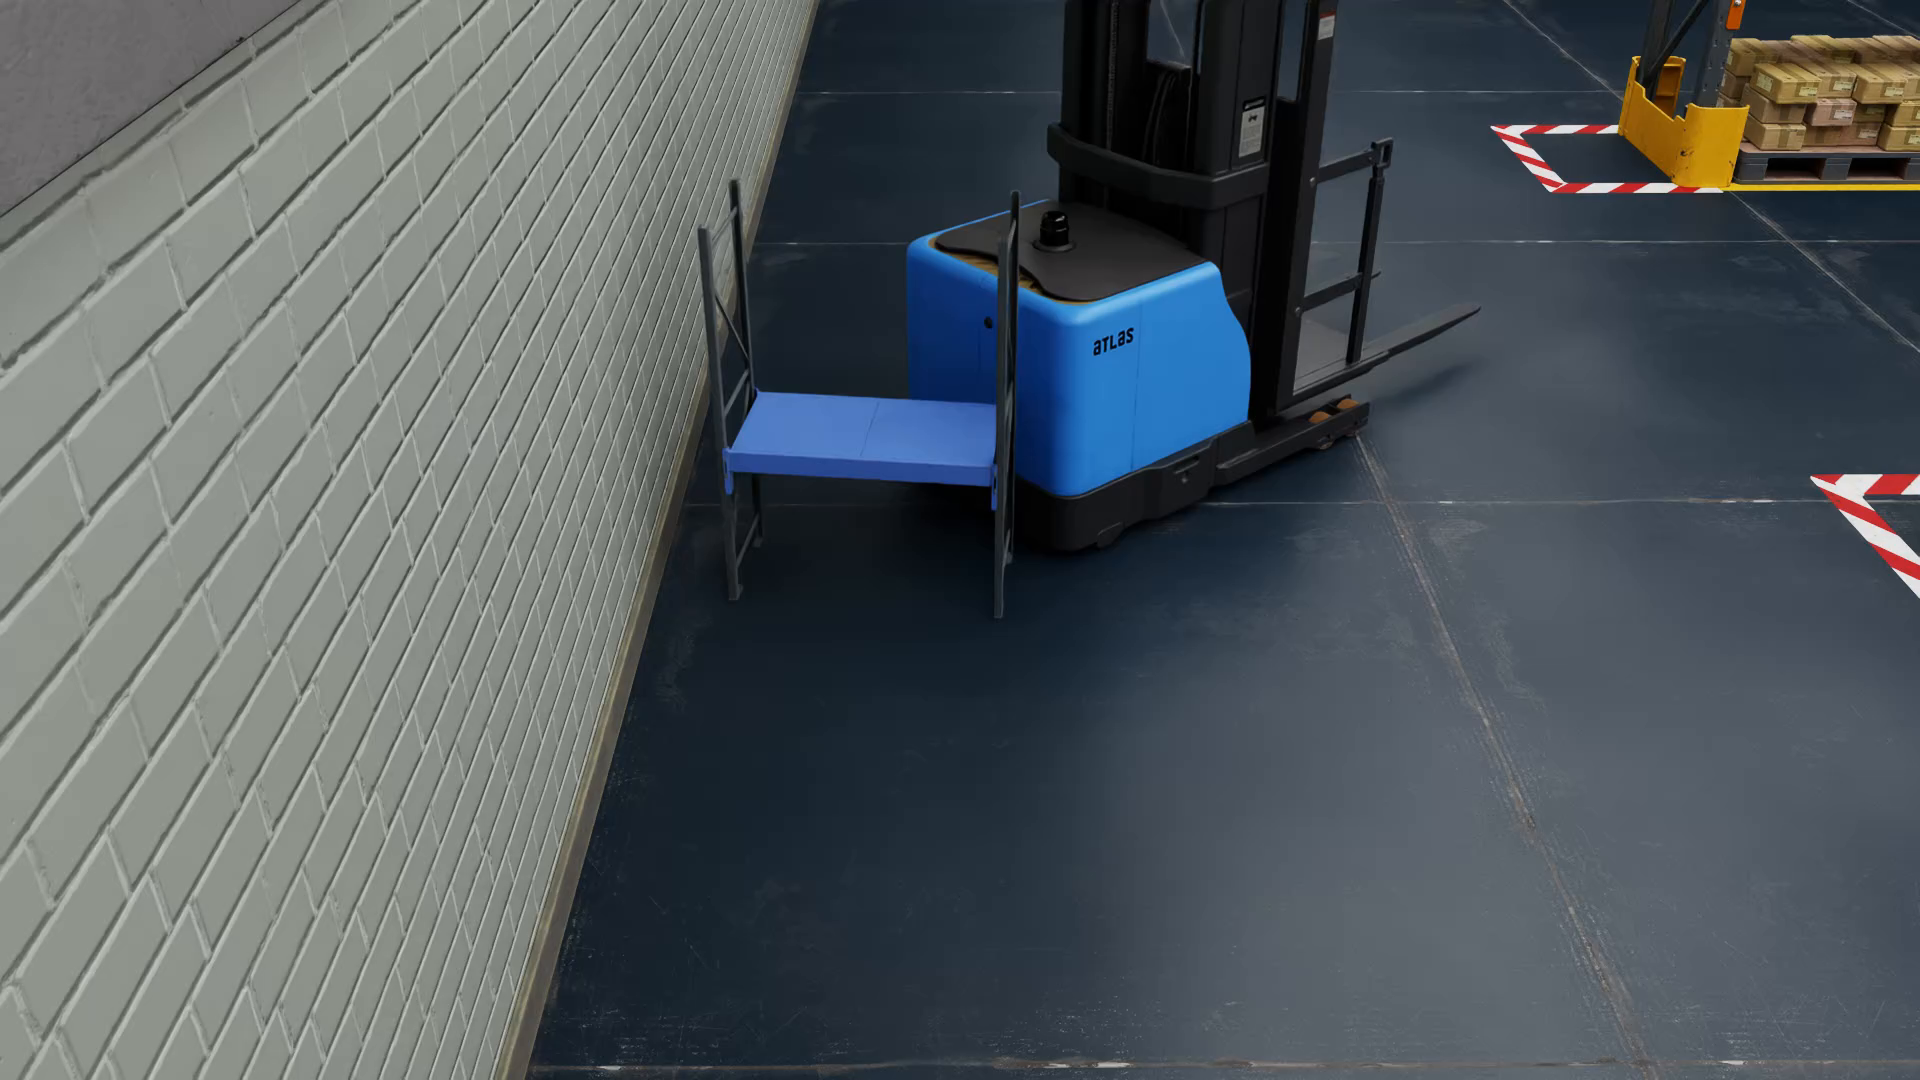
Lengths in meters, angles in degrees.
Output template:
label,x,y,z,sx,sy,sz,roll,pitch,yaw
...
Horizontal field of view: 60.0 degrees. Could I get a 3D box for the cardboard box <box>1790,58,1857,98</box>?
label,x,y,z,sx,sy,sz,roll,pitch,yaw
cardboard box,5.375,-2.887,10.386,0.250,0.149,0.380,0,31,1

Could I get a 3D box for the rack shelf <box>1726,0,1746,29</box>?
label,x,y,z,sx,sy,sz,roll,pitch,yaw
rack shelf,6.574,-3.482,10.291,4.000,0.370,1.077,0,31,0

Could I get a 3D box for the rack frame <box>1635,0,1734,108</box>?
label,x,y,z,sx,sy,sz,roll,pitch,yaw
rack frame,4.574,-3.783,10.094,0.127,3.000,1.000,0,31,0

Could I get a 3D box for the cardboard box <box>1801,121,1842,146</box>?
label,x,y,z,sx,sy,sz,roll,pitch,yaw
cardboard box,5.361,-2.623,10.525,0.250,0.149,0.380,0,31,0

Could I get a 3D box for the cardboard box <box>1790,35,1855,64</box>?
label,x,y,z,sx,sy,sz,roll,pitch,yaw
cardboard box,5.612,-3.169,10.852,0.250,0.149,0.380,-1,31,-1

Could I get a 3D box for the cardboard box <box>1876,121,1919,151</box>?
label,x,y,z,sx,sy,sz,roll,pitch,yaw
cardboard box,5.866,-2.571,10.439,0.250,0.149,0.380,0,31,0

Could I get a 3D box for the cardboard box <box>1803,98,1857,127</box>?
label,x,y,z,sx,sy,sz,roll,pitch,yaw
cardboard box,5.374,-2.711,10.384,0.250,0.149,0.380,0,31,-1

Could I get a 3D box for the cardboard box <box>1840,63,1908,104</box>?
label,x,y,z,sx,sy,sz,roll,pitch,yaw
cardboard box,5.628,-2.821,10.278,0.250,0.149,0.380,0,31,0

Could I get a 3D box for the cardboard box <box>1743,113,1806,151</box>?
label,x,y,z,sx,sy,sz,roll,pitch,yaw
cardboard box,5.100,-2.580,10.453,0.250,0.149,0.380,0,31,1

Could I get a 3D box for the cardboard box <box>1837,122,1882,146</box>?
label,x,y,z,sx,sy,sz,roll,pitch,yaw
cardboard box,5.610,-2.627,10.532,0.250,0.149,0.380,0,31,0

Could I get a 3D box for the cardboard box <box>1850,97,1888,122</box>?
label,x,y,z,sx,sy,sz,roll,pitch,yaw
cardboard box,5.618,-2.758,10.460,0.250,0.149,0.380,0,31,0

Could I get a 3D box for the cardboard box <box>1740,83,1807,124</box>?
label,x,y,z,sx,sy,sz,roll,pitch,yaw
cardboard box,5.100,-2.740,10.430,0.250,0.149,0.380,1,31,2

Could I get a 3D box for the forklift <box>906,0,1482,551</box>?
label,x,y,z,sx,sy,sz,roll,pitch,yaw
forklift,1.217,-1.842,6.961,3.031,2.935,1.130,-24,39,-34

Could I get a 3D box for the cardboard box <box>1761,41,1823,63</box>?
label,x,y,z,sx,sy,sz,roll,pitch,yaw
cardboard box,5.354,-3.102,10.742,0.250,0.149,0.380,0,31,1

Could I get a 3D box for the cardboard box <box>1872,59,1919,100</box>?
label,x,y,z,sx,sy,sz,roll,pitch,yaw
cardboard box,5.876,-2.865,10.350,0.250,0.149,0.380,-2,31,-3

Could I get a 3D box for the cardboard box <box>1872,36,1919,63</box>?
label,x,y,z,sx,sy,sz,roll,pitch,yaw
cardboard box,6.140,-3.167,10.848,0.250,0.149,0.380,1,31,2

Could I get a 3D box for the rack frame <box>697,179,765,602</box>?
label,x,y,z,sx,sy,sz,roll,pitch,yaw
rack frame,-0.839,-0.534,6.183,0.032,1.500,0.500,3,31,6

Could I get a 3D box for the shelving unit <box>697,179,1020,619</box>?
label,x,y,z,sx,sy,sz,roll,pitch,yaw
shelving unit,-0.334,-0.503,6.133,1.048,1.500,0.538,3,31,6

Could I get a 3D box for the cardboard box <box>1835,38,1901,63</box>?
label,x,y,z,sx,sy,sz,roll,pitch,yaw
cardboard box,5.871,-3.137,10.799,0.250,0.149,0.380,-1,31,-2

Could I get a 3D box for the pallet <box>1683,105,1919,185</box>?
label,x,y,z,sx,sy,sz,roll,pitch,yaw
pallet,5.463,-2.575,10.791,1.213,0.211,1.003,0,31,0

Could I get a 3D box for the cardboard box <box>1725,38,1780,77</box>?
label,x,y,z,sx,sy,sz,roll,pitch,yaw
cardboard box,5.102,-3.131,10.789,0.250,0.149,0.380,0,31,0

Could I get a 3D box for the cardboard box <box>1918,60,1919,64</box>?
label,x,y,z,sx,sy,sz,roll,pitch,yaw
cardboard box,6.153,-2.861,10.344,0.250,0.149,0.380,1,31,2

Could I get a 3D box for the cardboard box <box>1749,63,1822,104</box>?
label,x,y,z,sx,sy,sz,roll,pitch,yaw
cardboard box,5.100,-2.824,10.282,0.250,0.149,0.380,-2,31,-3

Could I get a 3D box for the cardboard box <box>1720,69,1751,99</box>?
label,x,y,z,sx,sy,sz,roll,pitch,yaw
cardboard box,5.100,-3.021,10.894,0.250,0.149,0.380,-1,31,-2

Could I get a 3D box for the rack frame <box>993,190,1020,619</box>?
label,x,y,z,sx,sy,sz,roll,pitch,yaw
rack frame,0.170,-0.472,6.082,0.032,1.500,0.500,3,31,6

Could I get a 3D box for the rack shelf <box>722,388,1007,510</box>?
label,x,y,z,sx,sy,sz,roll,pitch,yaw
rack shelf,-0.334,-0.349,6.226,1.000,0.185,0.538,3,31,6

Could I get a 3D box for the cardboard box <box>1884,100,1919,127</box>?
label,x,y,z,sx,sy,sz,roll,pitch,yaw
cardboard box,5.875,-2.702,10.369,0.250,0.149,0.380,1,31,1

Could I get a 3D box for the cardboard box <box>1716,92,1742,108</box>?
label,x,y,z,sx,sy,sz,roll,pitch,yaw
cardboard box,5.100,-2.854,10.905,0.250,0.149,0.380,0,31,1

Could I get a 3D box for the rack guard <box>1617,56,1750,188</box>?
label,x,y,z,sx,sy,sz,roll,pitch,yaw
rack guard,4.650,-2.715,10.742,0.348,0.500,1.175,0,31,0
